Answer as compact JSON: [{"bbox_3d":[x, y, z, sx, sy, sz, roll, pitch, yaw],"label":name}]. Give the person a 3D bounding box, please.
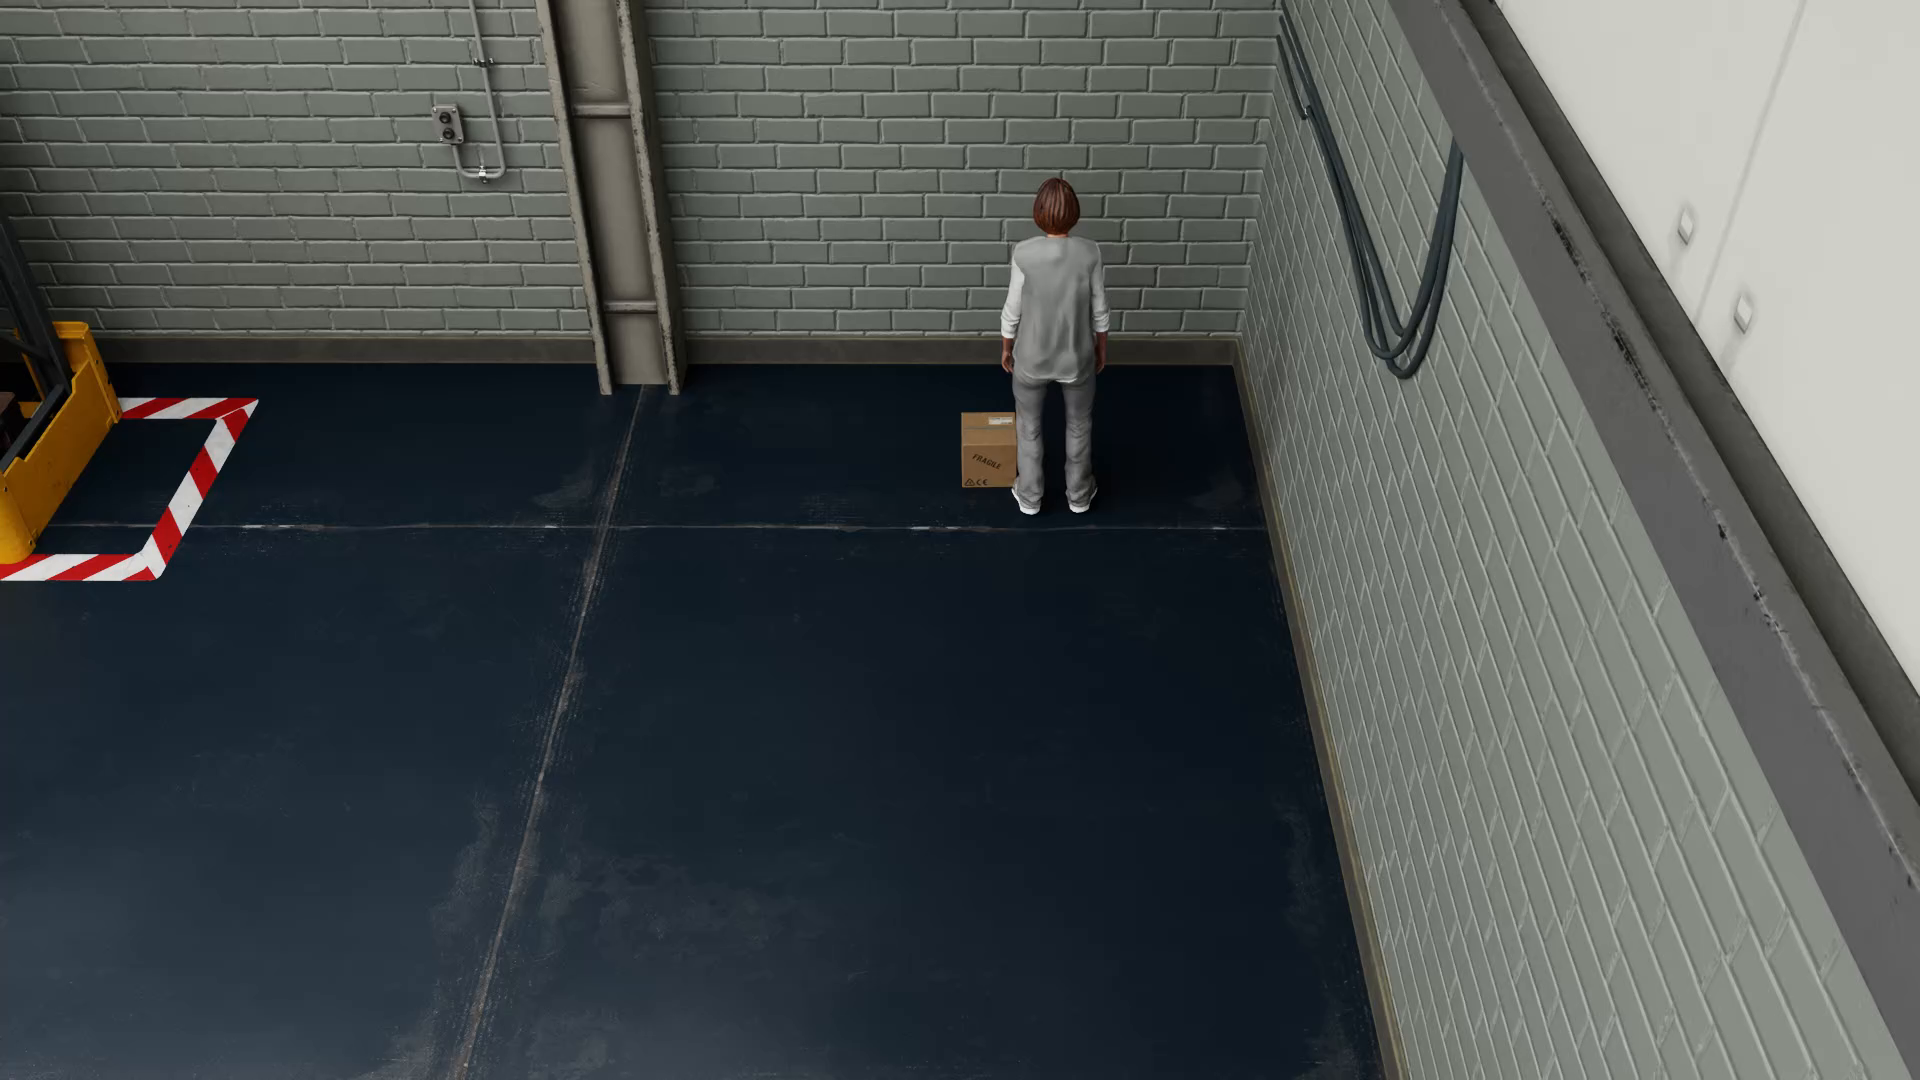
[{"bbox_3d":[0.400,-1.048,6.877,0.459,0.908,0.326,0,40,0],"label":"person"}]
